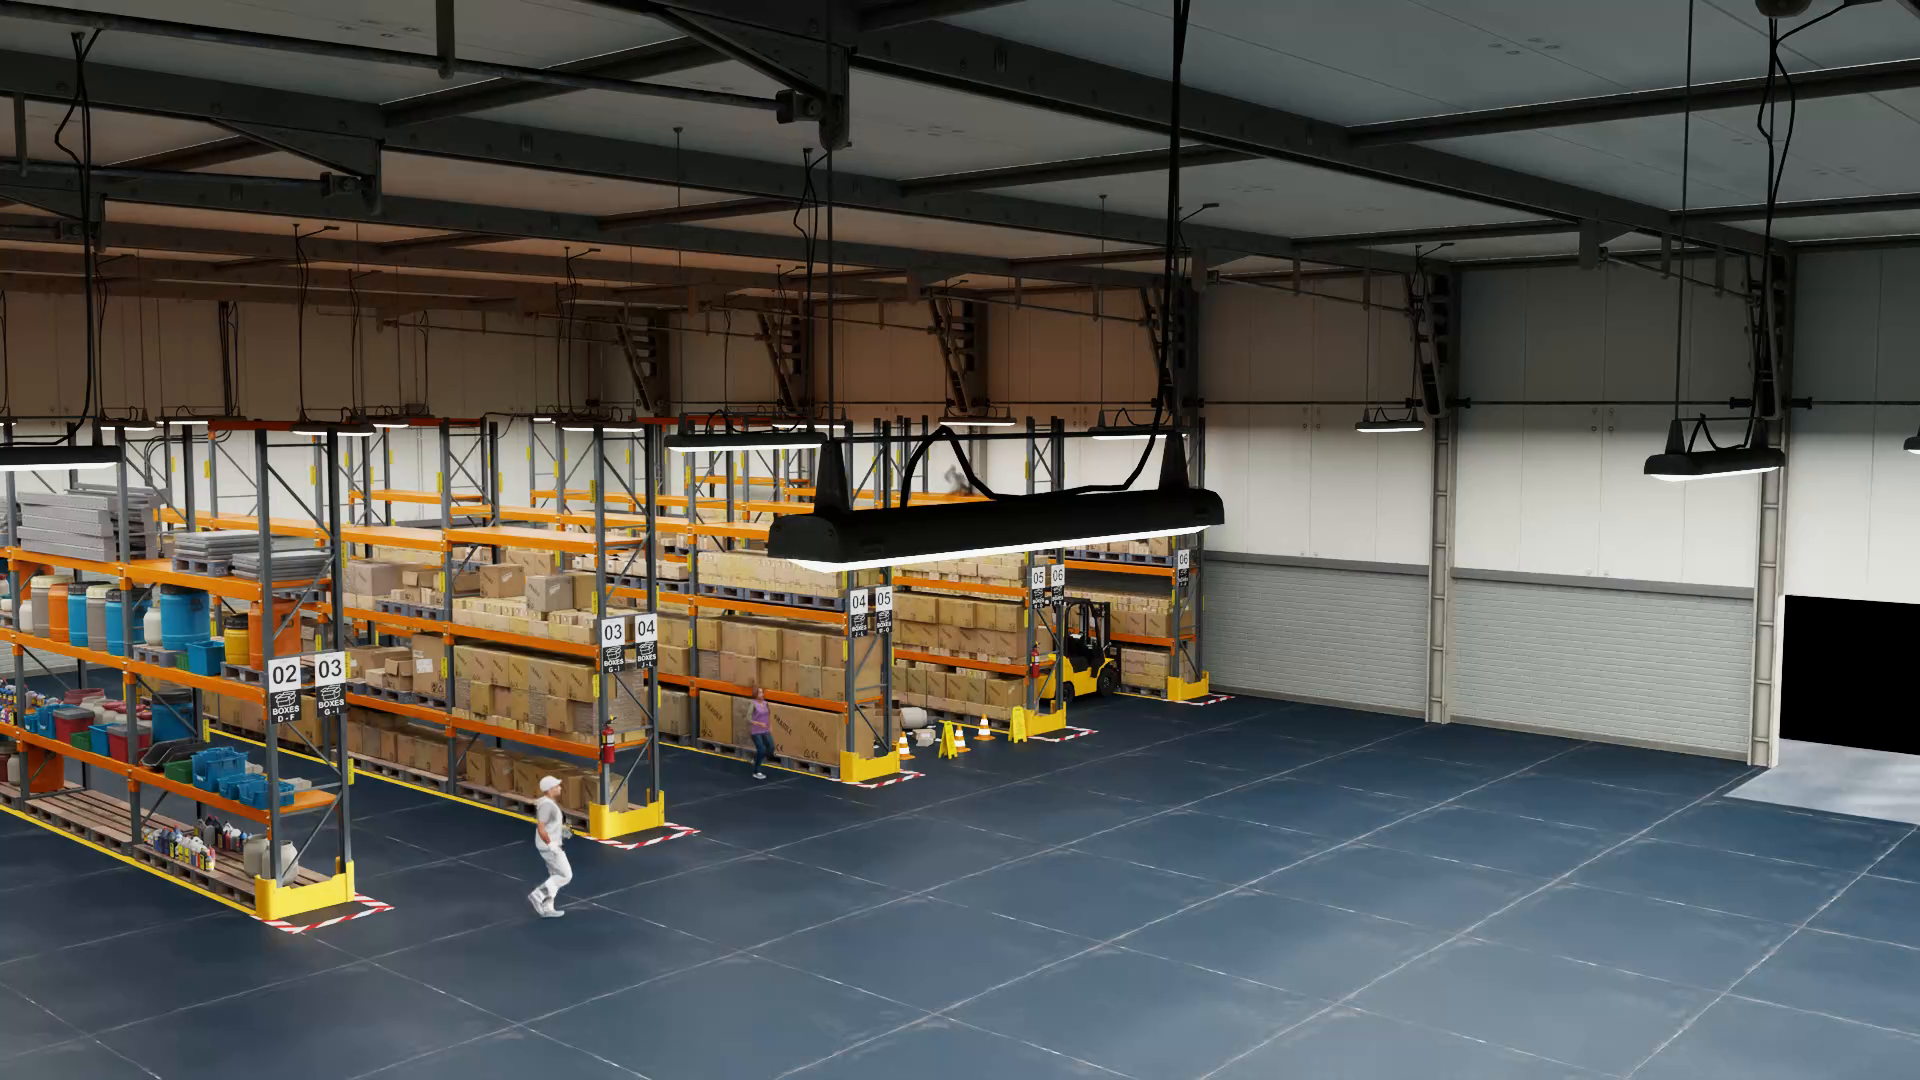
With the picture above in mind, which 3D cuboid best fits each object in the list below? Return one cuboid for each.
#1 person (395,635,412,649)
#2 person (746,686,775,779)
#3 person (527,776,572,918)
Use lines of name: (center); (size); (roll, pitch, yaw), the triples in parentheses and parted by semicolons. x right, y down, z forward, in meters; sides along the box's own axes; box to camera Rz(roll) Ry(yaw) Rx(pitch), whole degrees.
person: (-13.534, 2.114, 40.308); (0.669, 1.744, 0.860); (4, 6, 37)
person: (-3.348, 3.234, 27.903); (0.544, 1.554, 0.506); (4, 6, 38)
person: (-5.039, 3.761, 20.421); (0.589, 1.751, 0.673); (-2, 5, -21)
